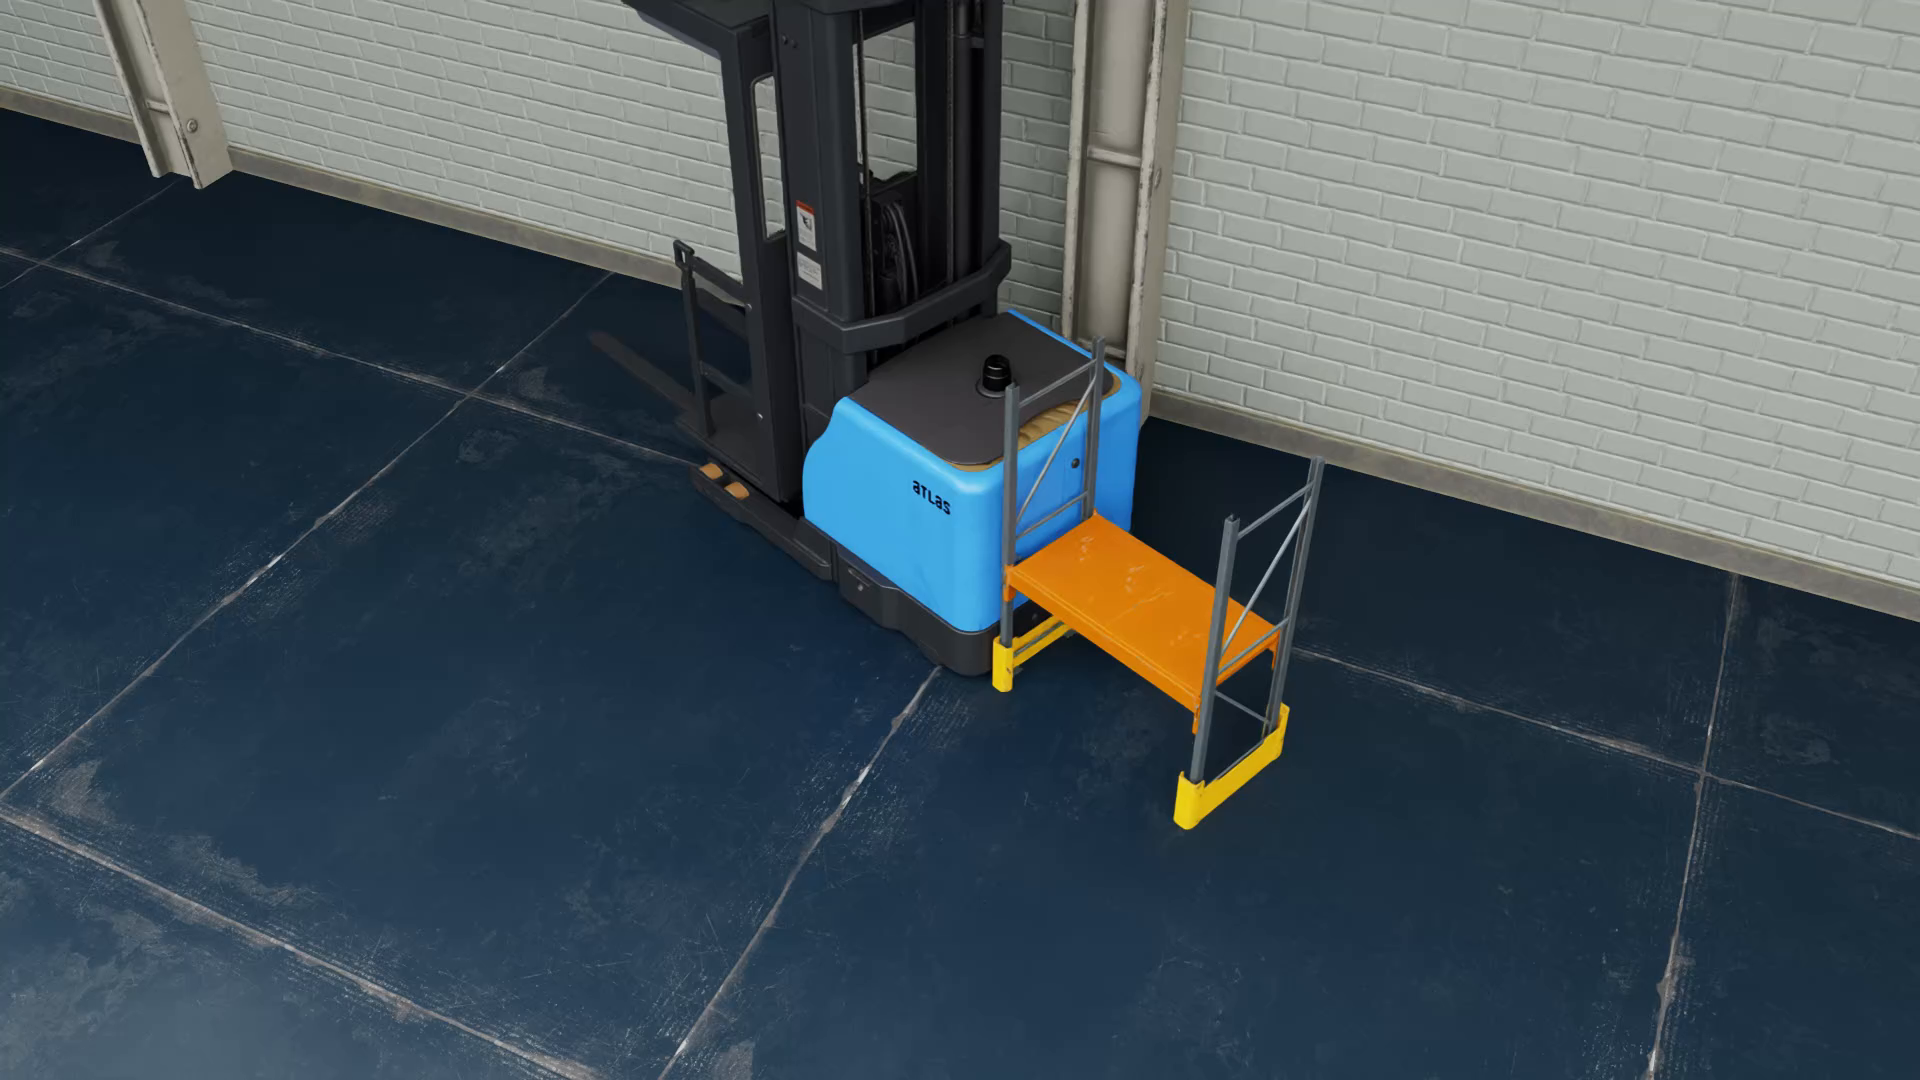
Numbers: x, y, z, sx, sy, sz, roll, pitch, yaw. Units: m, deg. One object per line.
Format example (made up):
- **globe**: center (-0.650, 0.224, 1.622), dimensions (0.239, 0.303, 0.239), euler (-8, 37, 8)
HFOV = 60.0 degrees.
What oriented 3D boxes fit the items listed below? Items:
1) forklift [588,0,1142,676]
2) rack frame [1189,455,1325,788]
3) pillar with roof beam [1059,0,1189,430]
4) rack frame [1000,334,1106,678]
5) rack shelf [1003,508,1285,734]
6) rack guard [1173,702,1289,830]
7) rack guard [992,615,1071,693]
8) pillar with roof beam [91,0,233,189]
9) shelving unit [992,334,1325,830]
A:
- **forklift**: center (-0.620, -1.418, 7.032), dimensions (1.130, 2.935, 3.031), euler (-32, 50, -31)
- **rack frame**: center (1.054, 0.395, 6.033), dimensions (0.500, 1.500, 0.032), euler (-32, 50, -31)
- **pillar with roof beam**: center (-1.102, -1.457, 2.445), dimensions (0.400, 9.000, 9.100), euler (17, 44, 19)
- **rack frame**: center (0.354, -0.088, 6.590), dimensions (0.500, 1.500, 0.032), euler (-32, 50, -31)
- **rack shelf**: center (0.704, 0.290, 6.429), dimensions (0.538, 0.185, 1.000), euler (-32, 50, -31)
- **rack guard**: center (1.053, 0.867, 6.443), dimensions (0.587, 0.250, 0.087), euler (-32, 50, -31)
- **rack guard**: center (0.368, 0.394, 6.989), dimensions (0.587, 0.250, 0.087), euler (-32, 50, -31)
- **pillar with roof beam**: center (-6.539, -3.119, 4.362), dimensions (0.400, 9.000, 9.100), euler (17, 44, 19)
- **shelving unit**: center (0.710, 0.158, 6.306), dimensions (0.587, 1.500, 1.083), euler (-32, 50, -31)
